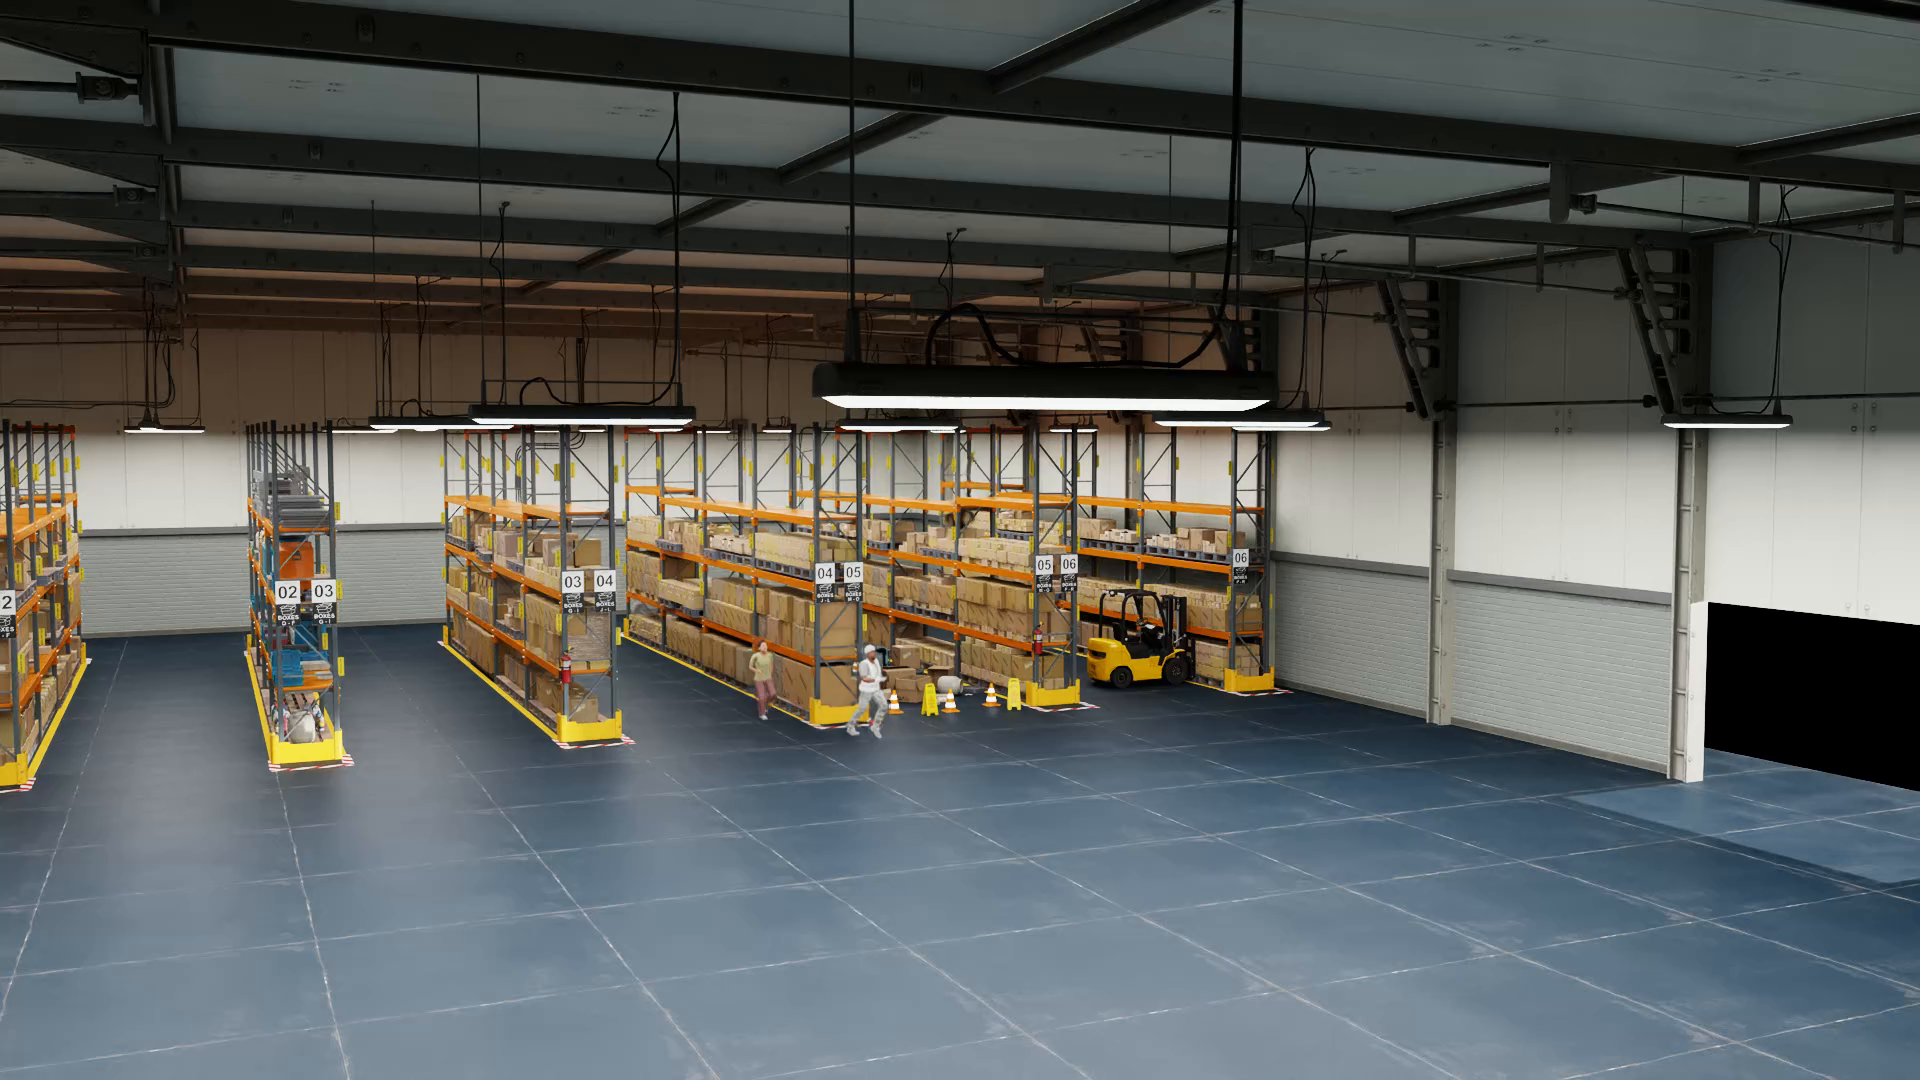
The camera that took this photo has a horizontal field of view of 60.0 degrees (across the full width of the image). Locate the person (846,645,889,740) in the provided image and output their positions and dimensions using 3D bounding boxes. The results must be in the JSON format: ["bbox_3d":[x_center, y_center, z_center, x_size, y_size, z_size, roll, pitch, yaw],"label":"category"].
[{"bbox_3d":[-1.700,2.867,31.424,0.897,1.801,0.697,2,4,33],"label":"person"}]

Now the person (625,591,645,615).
[{"bbox_3d":[-9.524,1.803,49.267,0.865,1.726,0.624,-3,5,-43],"label":"person"}]

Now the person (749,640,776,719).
[{"bbox_3d":[-3.963,2.821,33.526,0.574,1.613,0.553,-2,4,-27],"label":"person"}]
